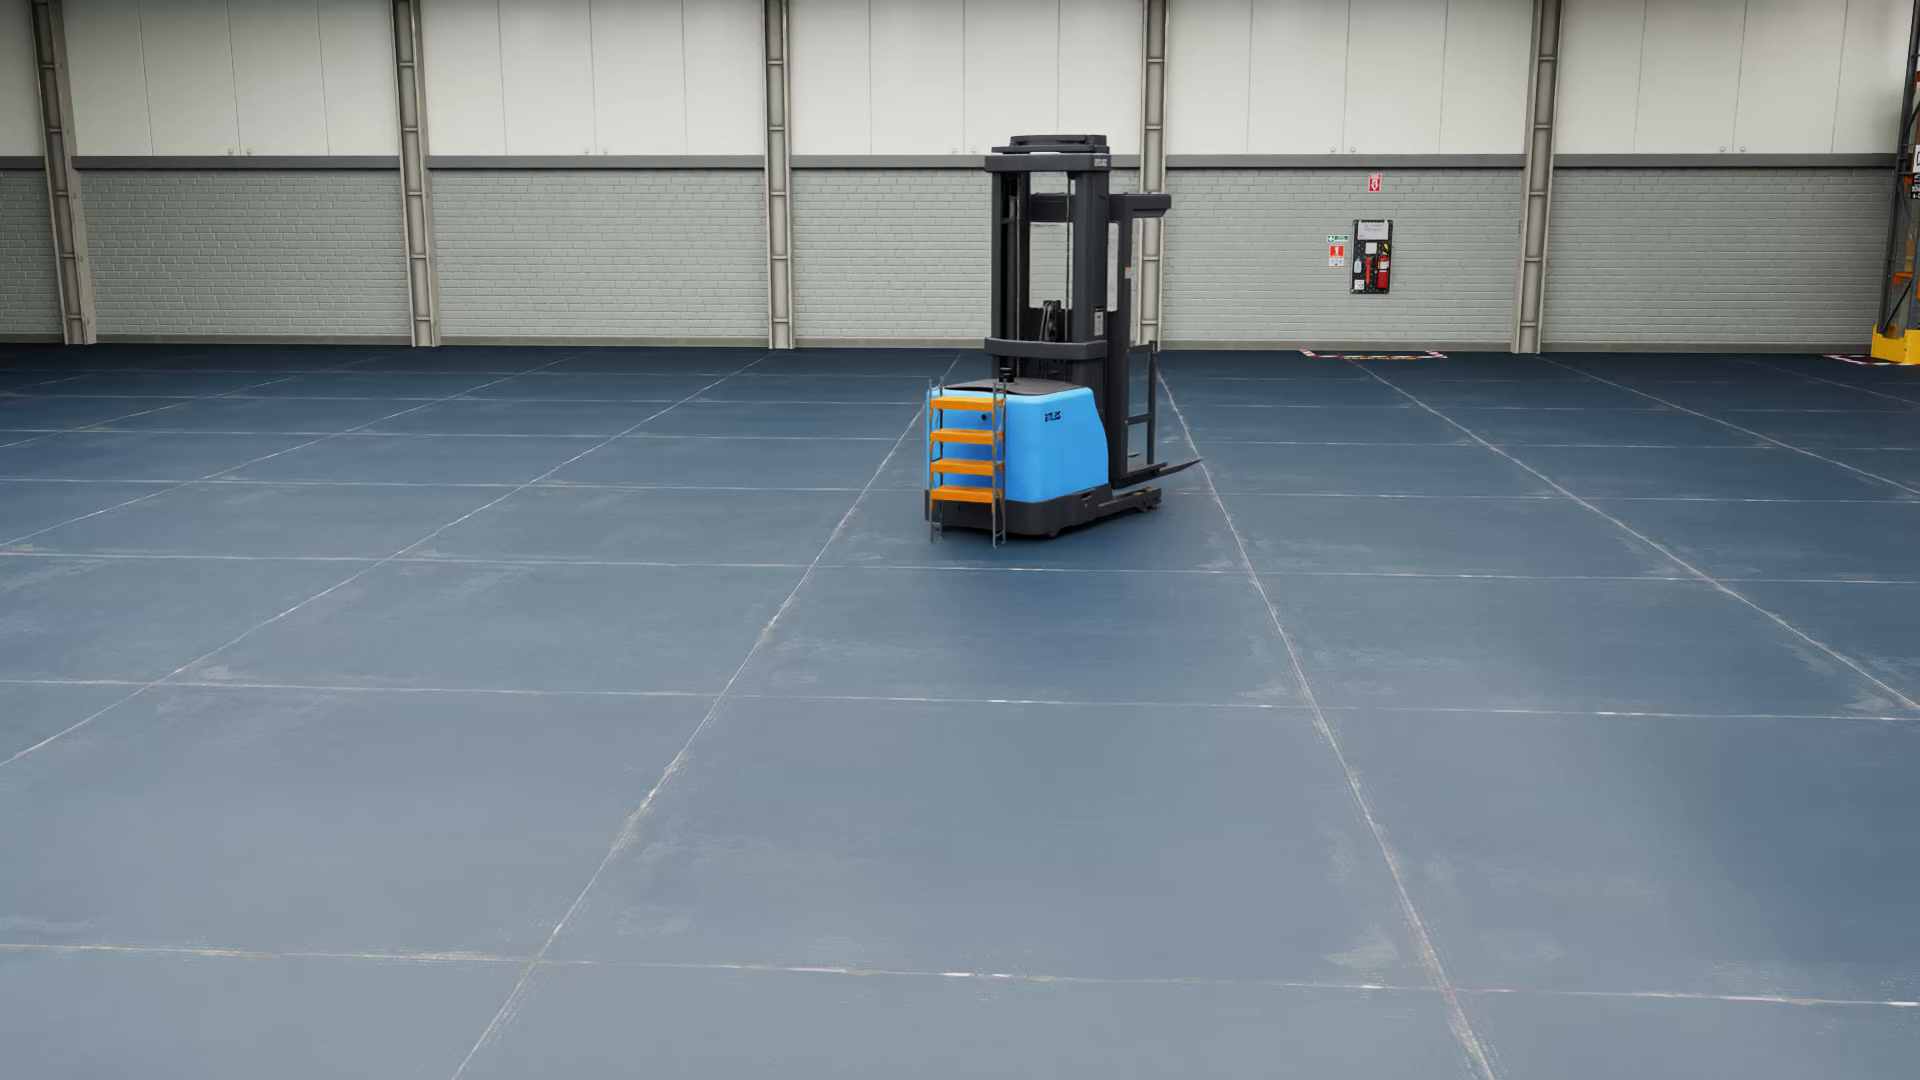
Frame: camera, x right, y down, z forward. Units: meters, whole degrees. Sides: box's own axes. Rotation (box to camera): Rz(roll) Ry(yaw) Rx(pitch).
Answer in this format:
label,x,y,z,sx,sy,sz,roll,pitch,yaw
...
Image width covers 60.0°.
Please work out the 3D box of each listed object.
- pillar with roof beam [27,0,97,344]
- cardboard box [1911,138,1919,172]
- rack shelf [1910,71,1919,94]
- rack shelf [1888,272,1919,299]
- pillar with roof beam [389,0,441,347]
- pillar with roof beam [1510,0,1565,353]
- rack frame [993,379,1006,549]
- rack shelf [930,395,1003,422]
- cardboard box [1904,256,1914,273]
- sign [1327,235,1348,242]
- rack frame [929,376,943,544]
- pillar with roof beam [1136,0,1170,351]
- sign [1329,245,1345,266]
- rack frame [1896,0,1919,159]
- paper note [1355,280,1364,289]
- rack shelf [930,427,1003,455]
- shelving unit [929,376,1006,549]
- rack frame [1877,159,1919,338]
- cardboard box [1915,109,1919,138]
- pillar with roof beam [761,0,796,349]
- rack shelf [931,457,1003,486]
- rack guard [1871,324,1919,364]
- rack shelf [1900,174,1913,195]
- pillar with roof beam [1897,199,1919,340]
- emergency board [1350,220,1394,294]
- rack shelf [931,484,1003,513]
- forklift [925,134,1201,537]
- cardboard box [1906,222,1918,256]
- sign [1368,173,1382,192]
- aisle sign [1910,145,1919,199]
label,x,y,z,sx,sy,sz,roll,pitch,yaw
pillar with roof beam,-15.188,-6.857,23.071,0.400,9.000,9.100,1,12,4
cardboard box,14.709,-5.796,25.029,0.500,0.500,0.500,2,12,8
rack shelf,16.272,-6.778,24.458,4.000,0.370,1.077,1,12,4
rack shelf,16.272,-3.843,25.072,4.000,0.370,1.077,1,12,4
pillar with roof beam,-9.202,-6.775,22.679,0.400,9.000,9.100,1,12,4
pillar with roof beam,8.758,-6.529,21.502,0.400,9.000,9.100,1,12,4
rack frame,0.284,-0.547,11.953,0.015,1.200,0.240,4,13,20
rack shelf,0.055,-0.949,11.955,0.480,0.148,0.258,4,13,20
cardboard box,14.755,-4.192,25.301,0.500,0.250,0.500,1,12,5
sign,6.042,-4.817,26.589,0.331,0.109,0.001,1,12,4
rack frame,-0.174,-0.582,12.118,0.015,1.200,0.240,4,13,20
pillar with roof beam,2.772,-6.611,21.894,0.400,9.000,9.100,1,12,4
sign,6.038,-4.560,26.652,0.234,0.329,0.001,1,12,4
rack frame,14.276,-7.159,24.515,0.127,3.000,1.000,1,12,4
paper note,6.411,-4.099,26.688,0.142,0.148,0.016,1,12,4
rack shelf,0.055,-0.717,12.003,0.480,0.148,0.258,4,13,20
shelving unit,0.055,-0.564,12.035,0.503,1.200,0.258,4,13,20
rack frame,14.276,-4.223,25.129,0.127,3.000,1.000,1,12,4
cardboard box,14.724,-6.287,24.934,0.500,0.500,0.500,1,12,6
pillar with roof beam,-3.215,-6.693,22.286,0.400,9.000,9.100,1,12,4
rack shelf,0.055,-0.498,12.049,0.480,0.148,0.258,4,13,20
rack guard,14.352,-2.998,25.380,0.348,0.500,1.175,1,12,4
rack shelf,16.272,-5.311,24.764,4.000,0.370,1.077,1,12,4
pillar with roof beam,14.745,-6.447,21.109,0.400,9.000,9.100,1,12,4
emergency board,6.583,-4.514,26.519,0.643,1.169,0.194,1,12,4
rack shelf,0.055,-0.304,12.090,0.480,0.148,0.258,4,13,20
forklift,0.981,-1.708,13.273,1.130,2.935,3.031,8,14,34
cardboard box,14.761,-4.563,25.242,0.500,0.500,0.500,1,12,3
sign,6.581,-5.669,26.380,0.199,0.298,0.001,1,12,4
aisle sign,14.184,-5.435,24.574,0.004,0.787,0.394,1,12,4
